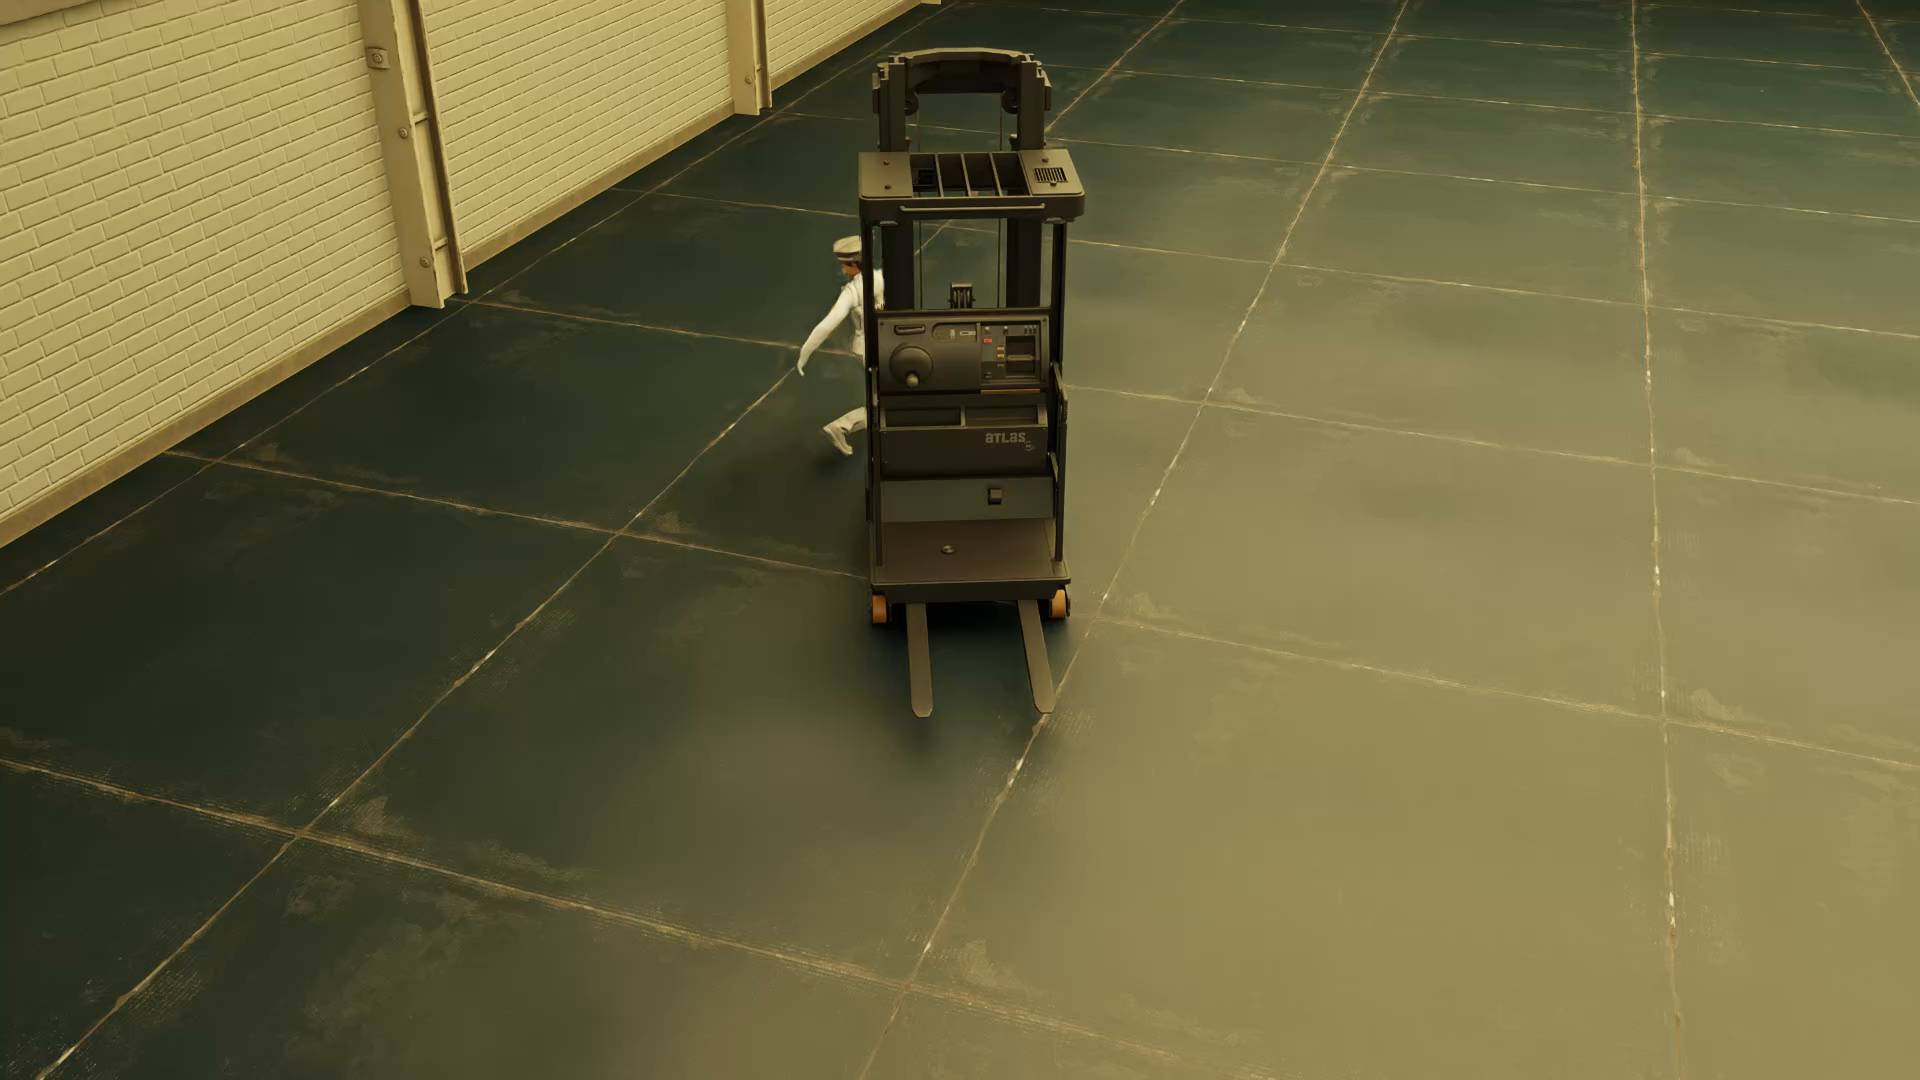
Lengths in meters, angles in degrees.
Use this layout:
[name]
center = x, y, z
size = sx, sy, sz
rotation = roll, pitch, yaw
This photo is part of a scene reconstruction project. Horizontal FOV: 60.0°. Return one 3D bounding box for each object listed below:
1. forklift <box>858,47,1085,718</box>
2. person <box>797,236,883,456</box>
[forklift]
center = 0.035, -0.972, 8.842
size = 1.130, 2.935, 3.031
rotation = -2, 30, -3
[person]
center = -0.667, -1.288, 10.987
size = 0.631, 1.438, 0.903
rotation = 12, 32, 20
